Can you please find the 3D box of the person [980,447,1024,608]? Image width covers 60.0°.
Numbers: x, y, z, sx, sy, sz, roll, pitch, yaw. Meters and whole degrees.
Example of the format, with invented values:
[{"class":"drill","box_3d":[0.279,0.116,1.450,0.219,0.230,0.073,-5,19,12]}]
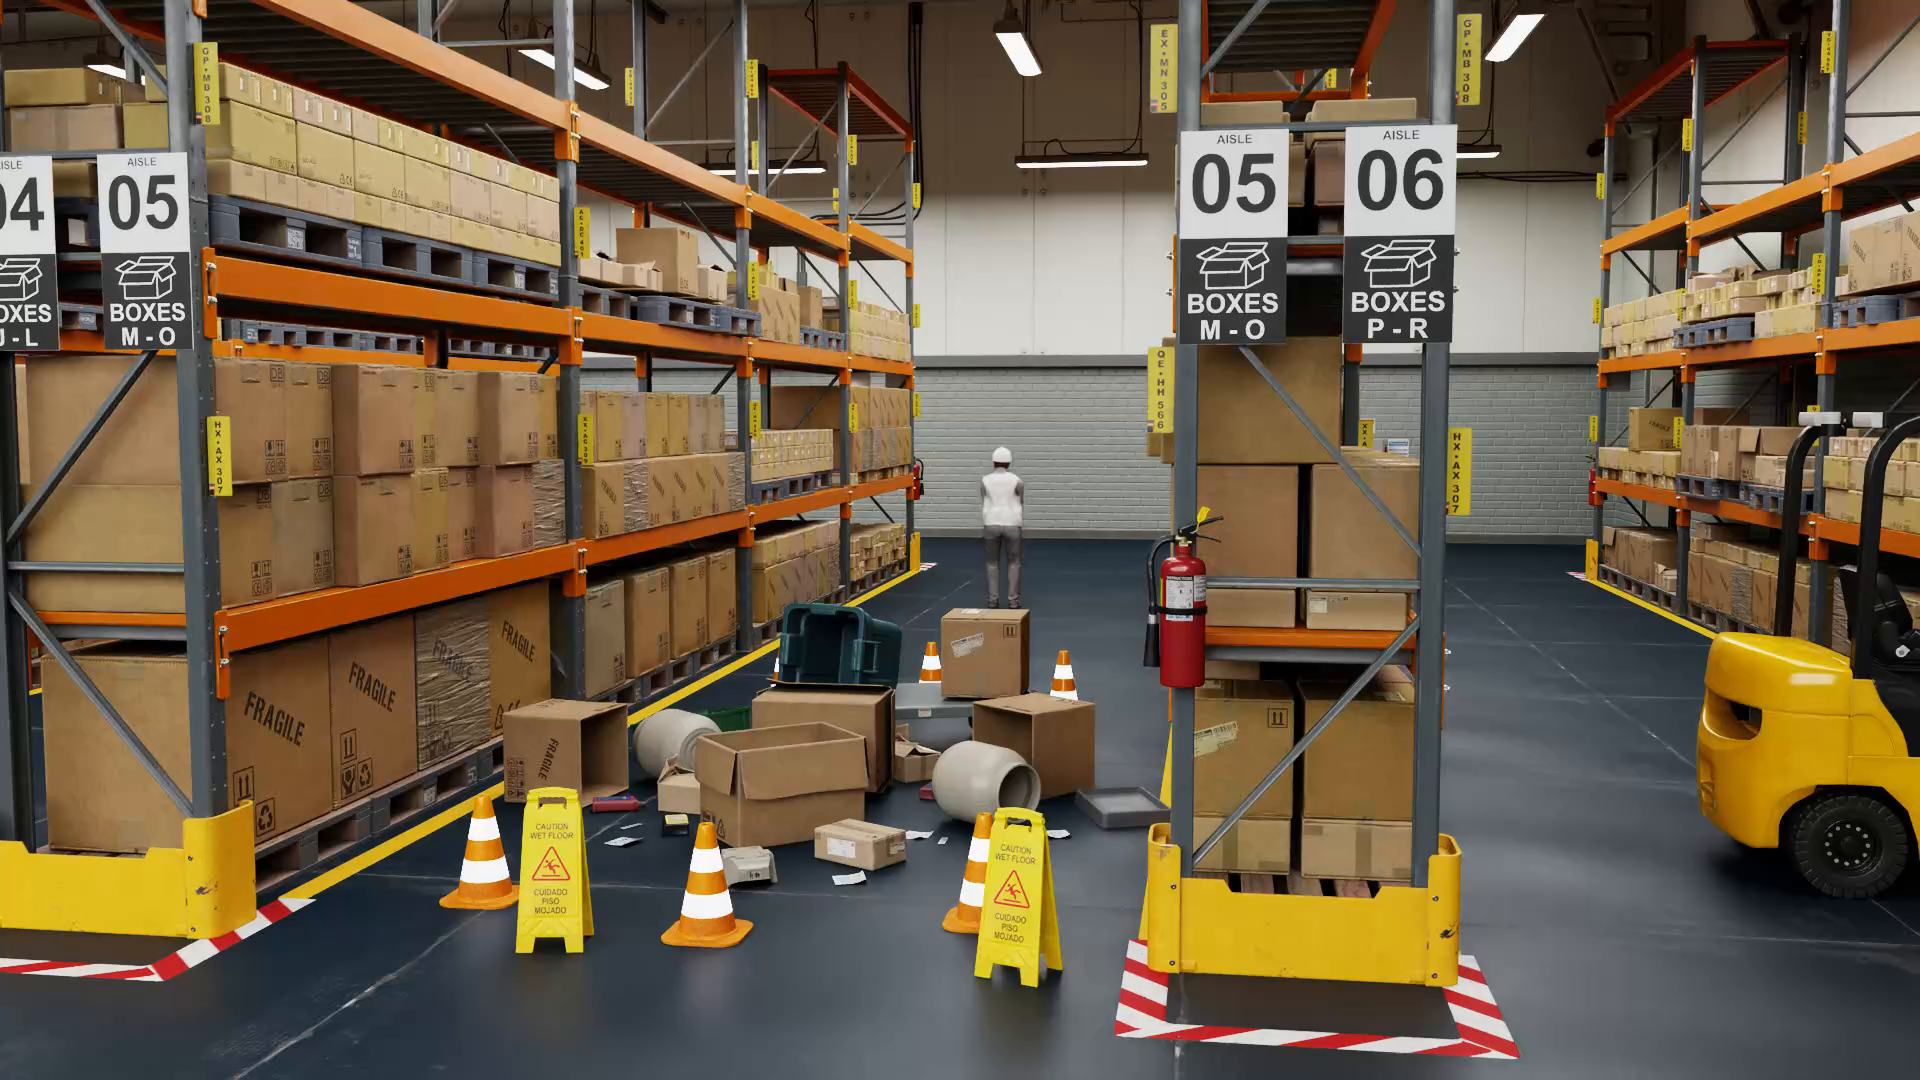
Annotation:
[{"class":"person","box_3d":[0.466,-0.144,18.373,0.493,1.770,0.562,1,4,8]}]
